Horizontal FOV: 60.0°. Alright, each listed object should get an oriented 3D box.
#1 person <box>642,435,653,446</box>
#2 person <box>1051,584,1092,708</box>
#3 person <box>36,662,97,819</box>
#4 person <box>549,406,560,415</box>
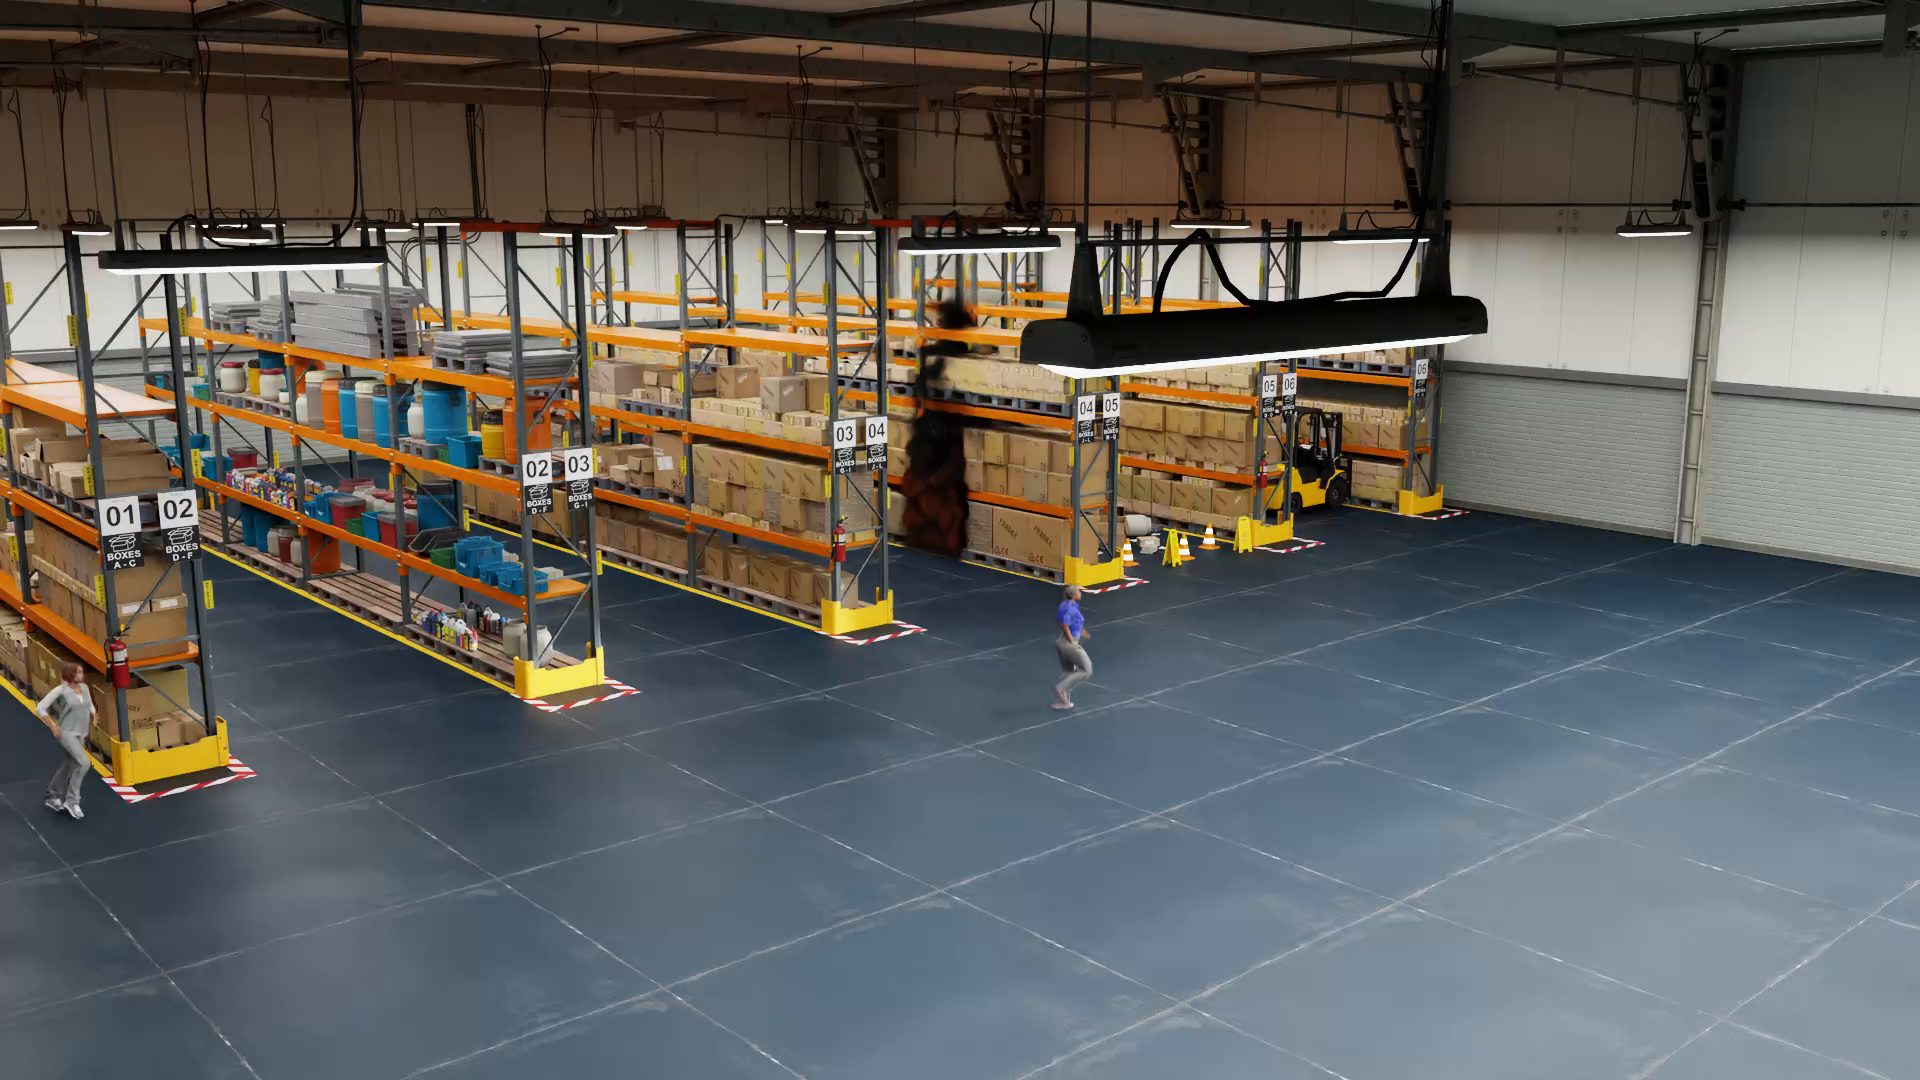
[{"bbox_3d":[-7.831,-2.902,42.151,0.757,1.657,0.580,-10,15,-39],"label":"person"},{"bbox_3d":[1.428,1.345,21.169,0.555,1.604,0.515,-4,12,-19],"label":"person"},{"bbox_3d":[-9.382,2.096,17.560,0.640,1.611,0.554,2,12,9],"label":"person"},{"bbox_3d":[-9.809,-2.468,39.807,0.745,1.686,0.539,2,12,11],"label":"person"}]
